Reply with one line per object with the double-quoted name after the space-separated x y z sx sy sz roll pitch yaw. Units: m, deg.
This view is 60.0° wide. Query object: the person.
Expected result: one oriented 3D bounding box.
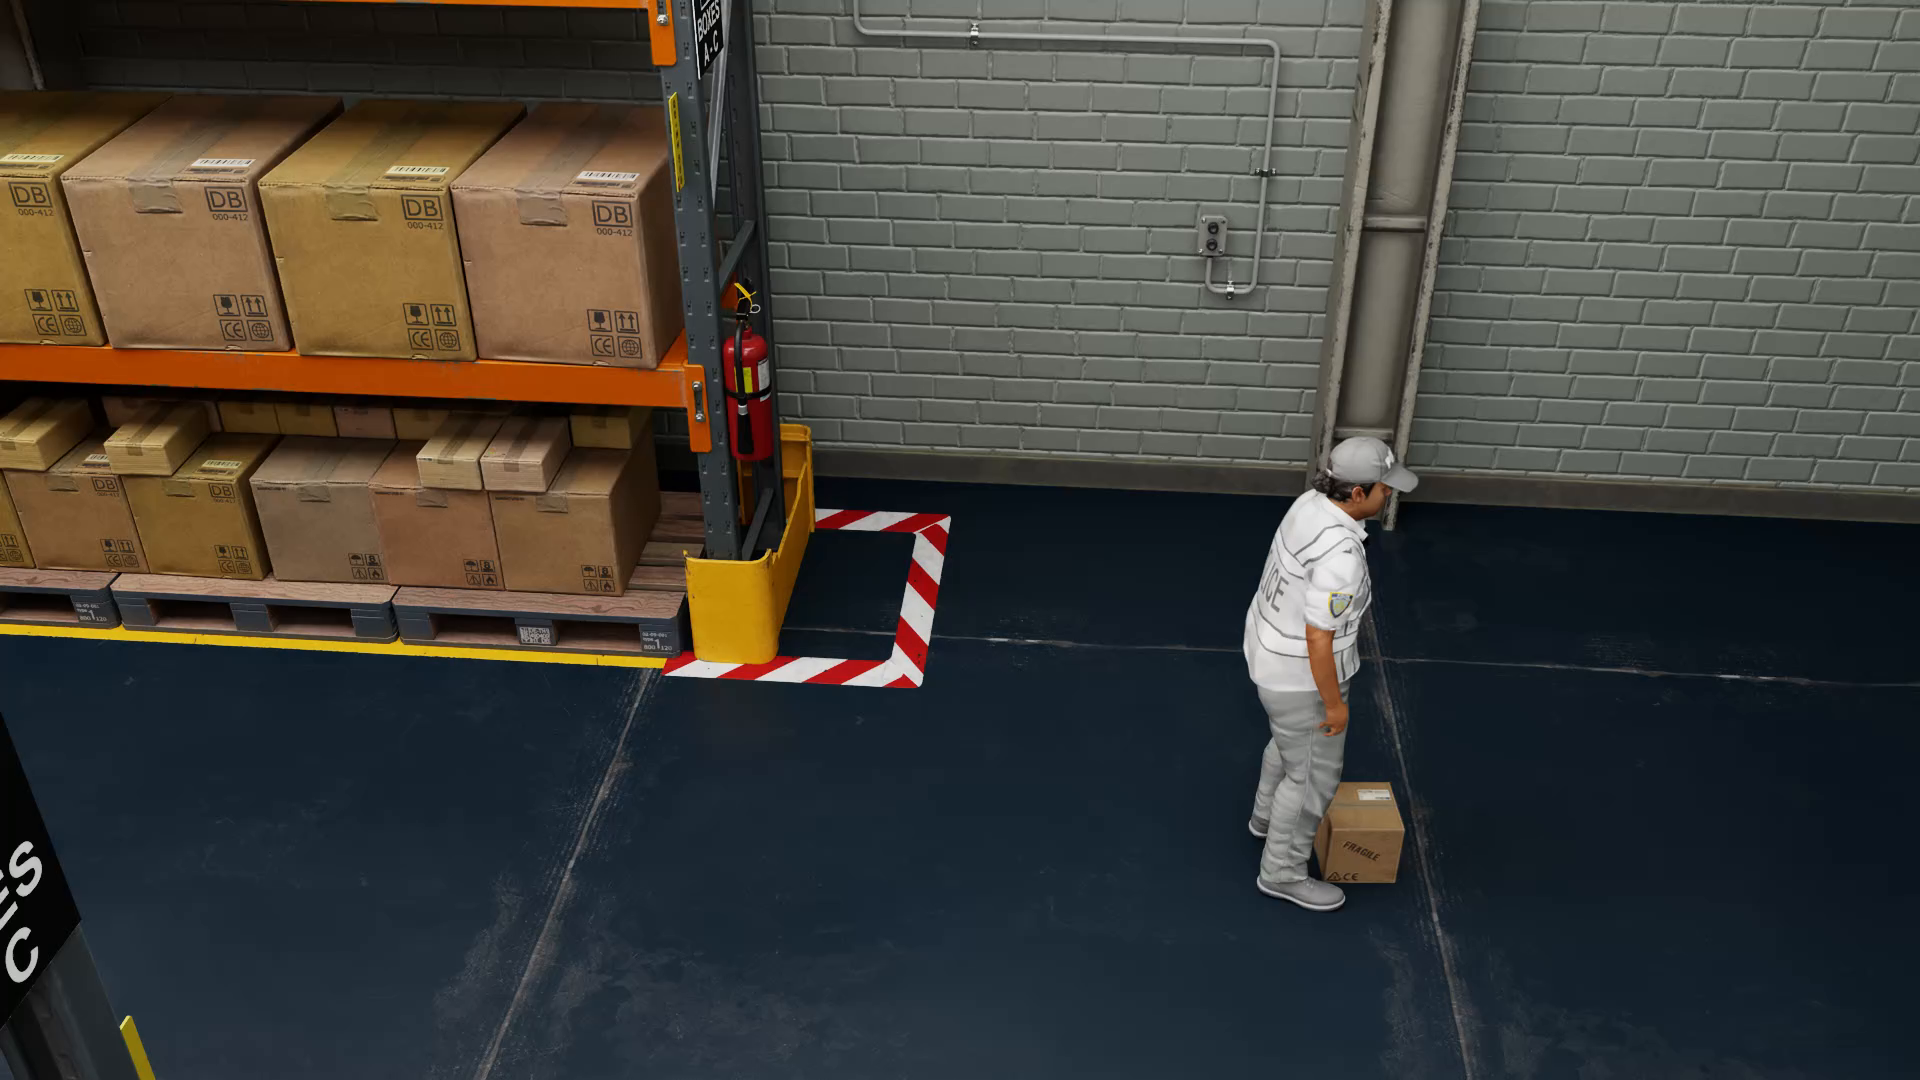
1.175 0.416 5.467 0.466 1.667 0.560 1 32 2 "person"
